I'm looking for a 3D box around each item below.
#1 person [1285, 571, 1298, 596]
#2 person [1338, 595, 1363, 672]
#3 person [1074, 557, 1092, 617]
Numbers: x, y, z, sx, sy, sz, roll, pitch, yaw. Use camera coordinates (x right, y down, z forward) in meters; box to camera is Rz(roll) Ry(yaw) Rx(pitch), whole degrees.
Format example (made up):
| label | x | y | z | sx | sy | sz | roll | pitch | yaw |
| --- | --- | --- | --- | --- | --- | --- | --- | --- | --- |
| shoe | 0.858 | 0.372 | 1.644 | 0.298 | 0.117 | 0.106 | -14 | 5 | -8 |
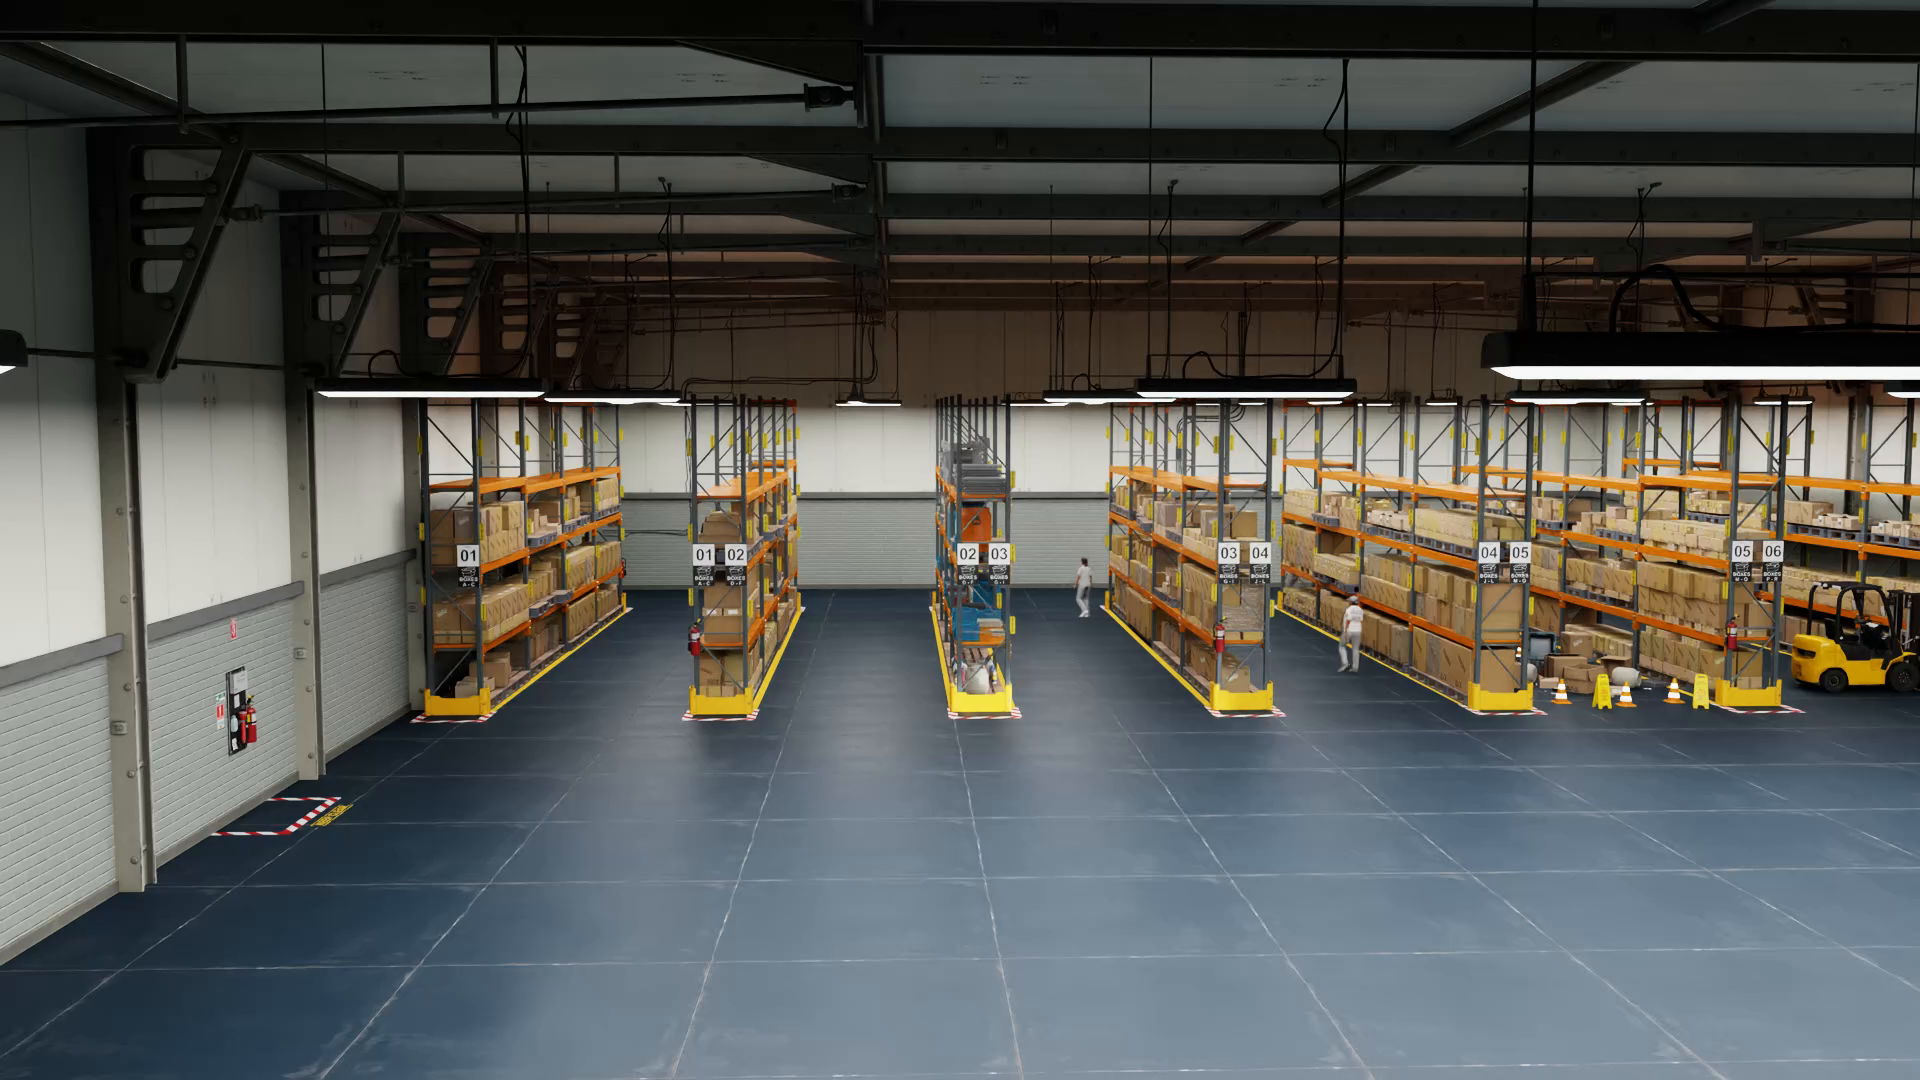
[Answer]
| label | x | y | z | sx | sy | sz | roll | pitch | yaw |
| --- | --- | --- | --- | --- | --- | --- | --- | --- | --- |
| person | 9.791 | 1.044 | 48.843 | 0.820 | 1.643 | 0.433 | 0 | 5 | -3 |
| person | 8.514 | 2.045 | 36.179 | 0.547 | 1.676 | 0.472 | 0 | 5 | -5 |
| person | 3.455 | 1.308 | 45.769 | 0.507 | 1.647 | 0.576 | -2 | 5 | -29 |
